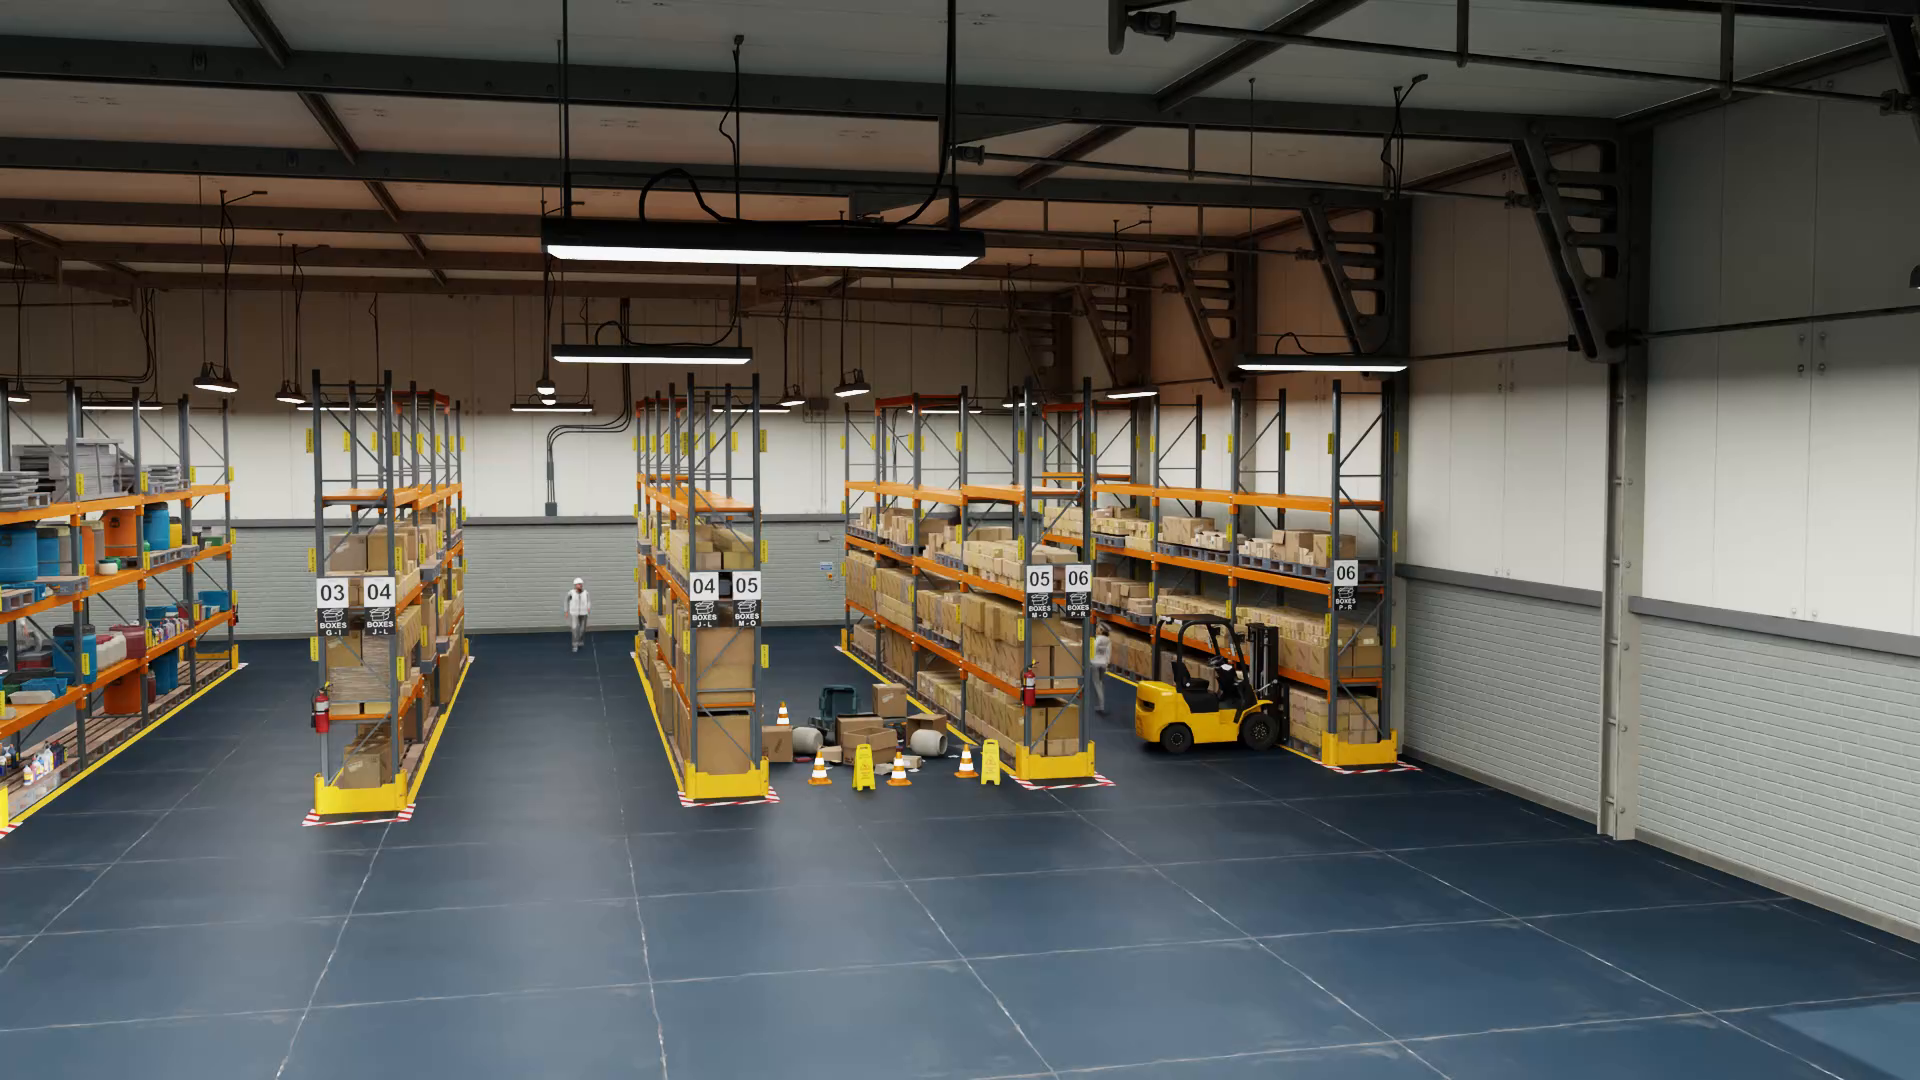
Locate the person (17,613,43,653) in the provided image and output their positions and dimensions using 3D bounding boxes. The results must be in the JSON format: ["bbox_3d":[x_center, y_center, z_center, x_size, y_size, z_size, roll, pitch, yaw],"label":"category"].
[{"bbox_3d":[-21.097,2.040,37.604,0.757,1.553,0.485,0,3,0],"label":"person"}]

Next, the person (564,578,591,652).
[{"bbox_3d":[-9.311,1.815,40.509,0.630,1.778,0.940,-1,3,-13],"label":"person"}]

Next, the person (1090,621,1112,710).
[{"bbox_3d":[2.555,2.365,31.121,0.577,1.705,0.732,-1,4,-20],"label":"person"}]
